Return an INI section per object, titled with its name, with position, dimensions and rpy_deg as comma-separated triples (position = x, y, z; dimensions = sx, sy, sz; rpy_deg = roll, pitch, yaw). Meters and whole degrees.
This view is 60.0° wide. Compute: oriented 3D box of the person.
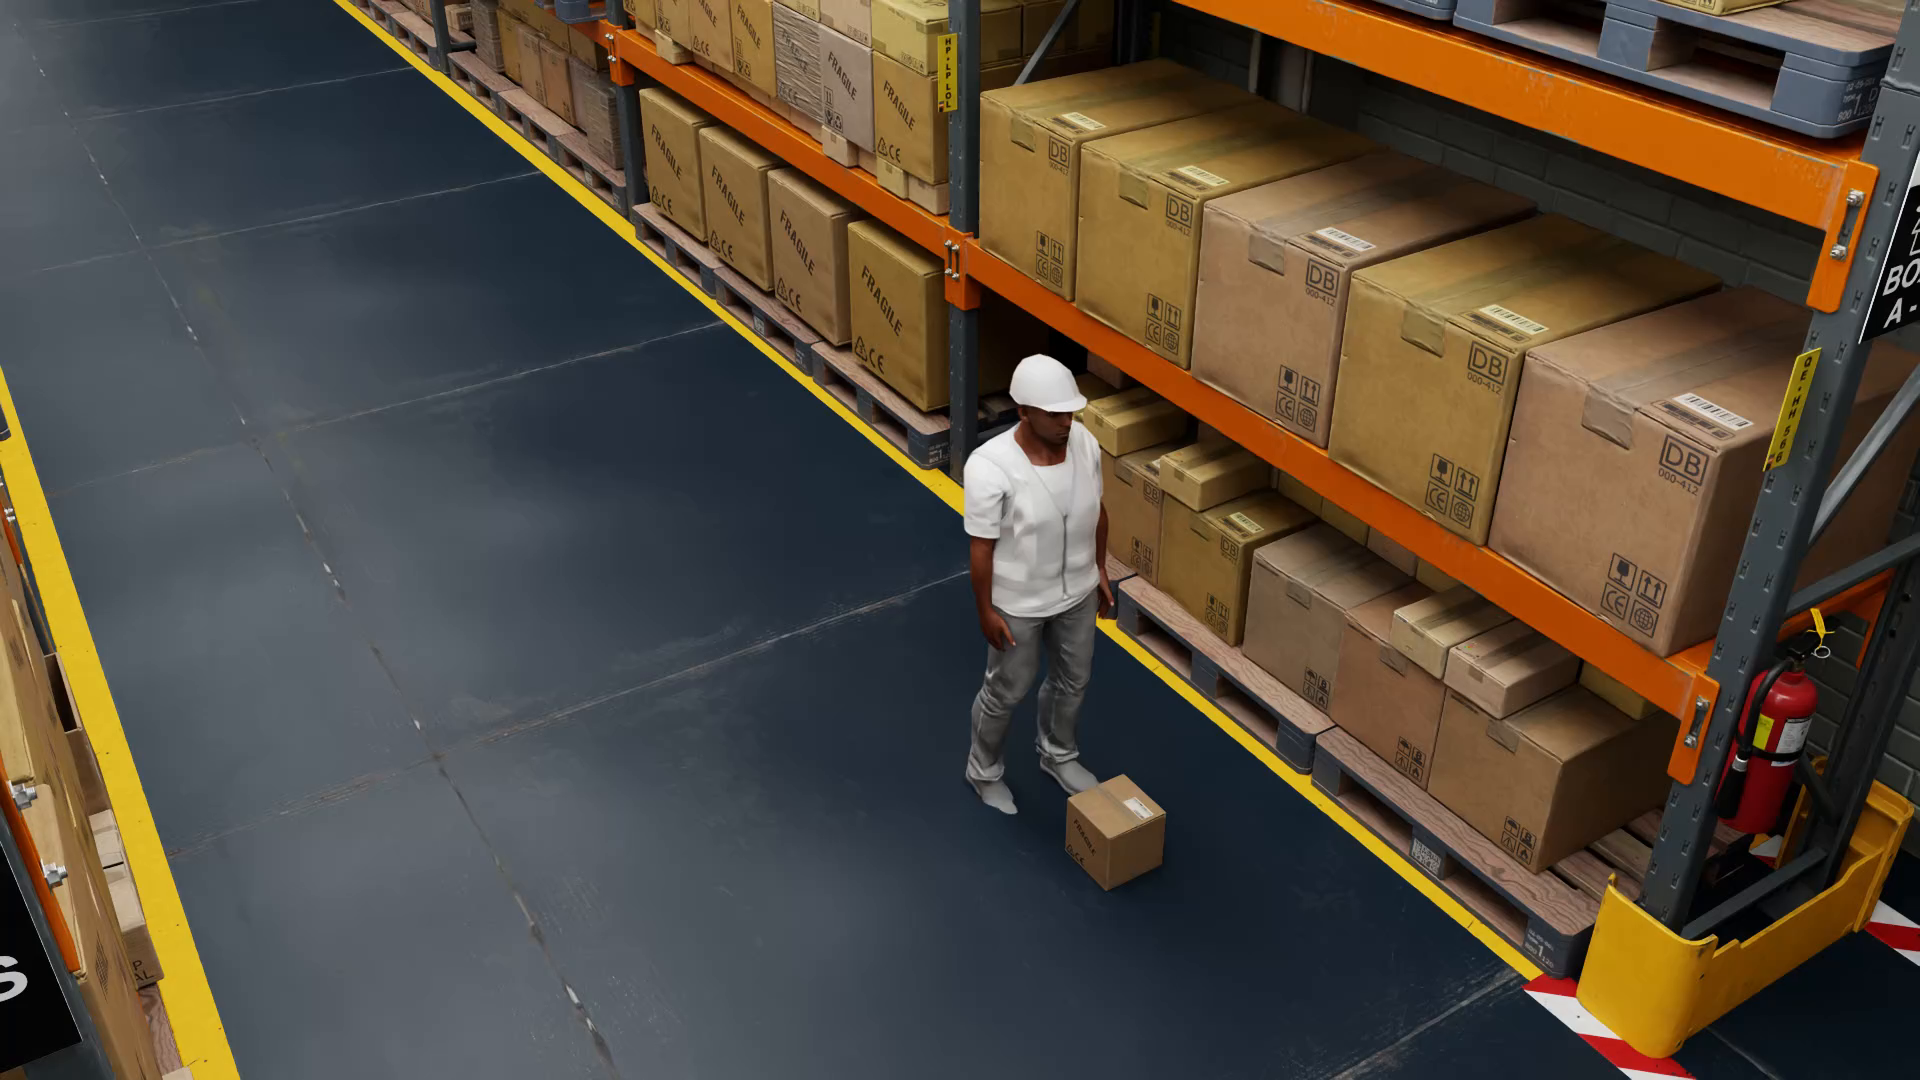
[person]
position = 0.301, 0.201, 5.845
dimensions = 0.566, 1.809, 0.409
rpy_deg = -19, 37, -27
